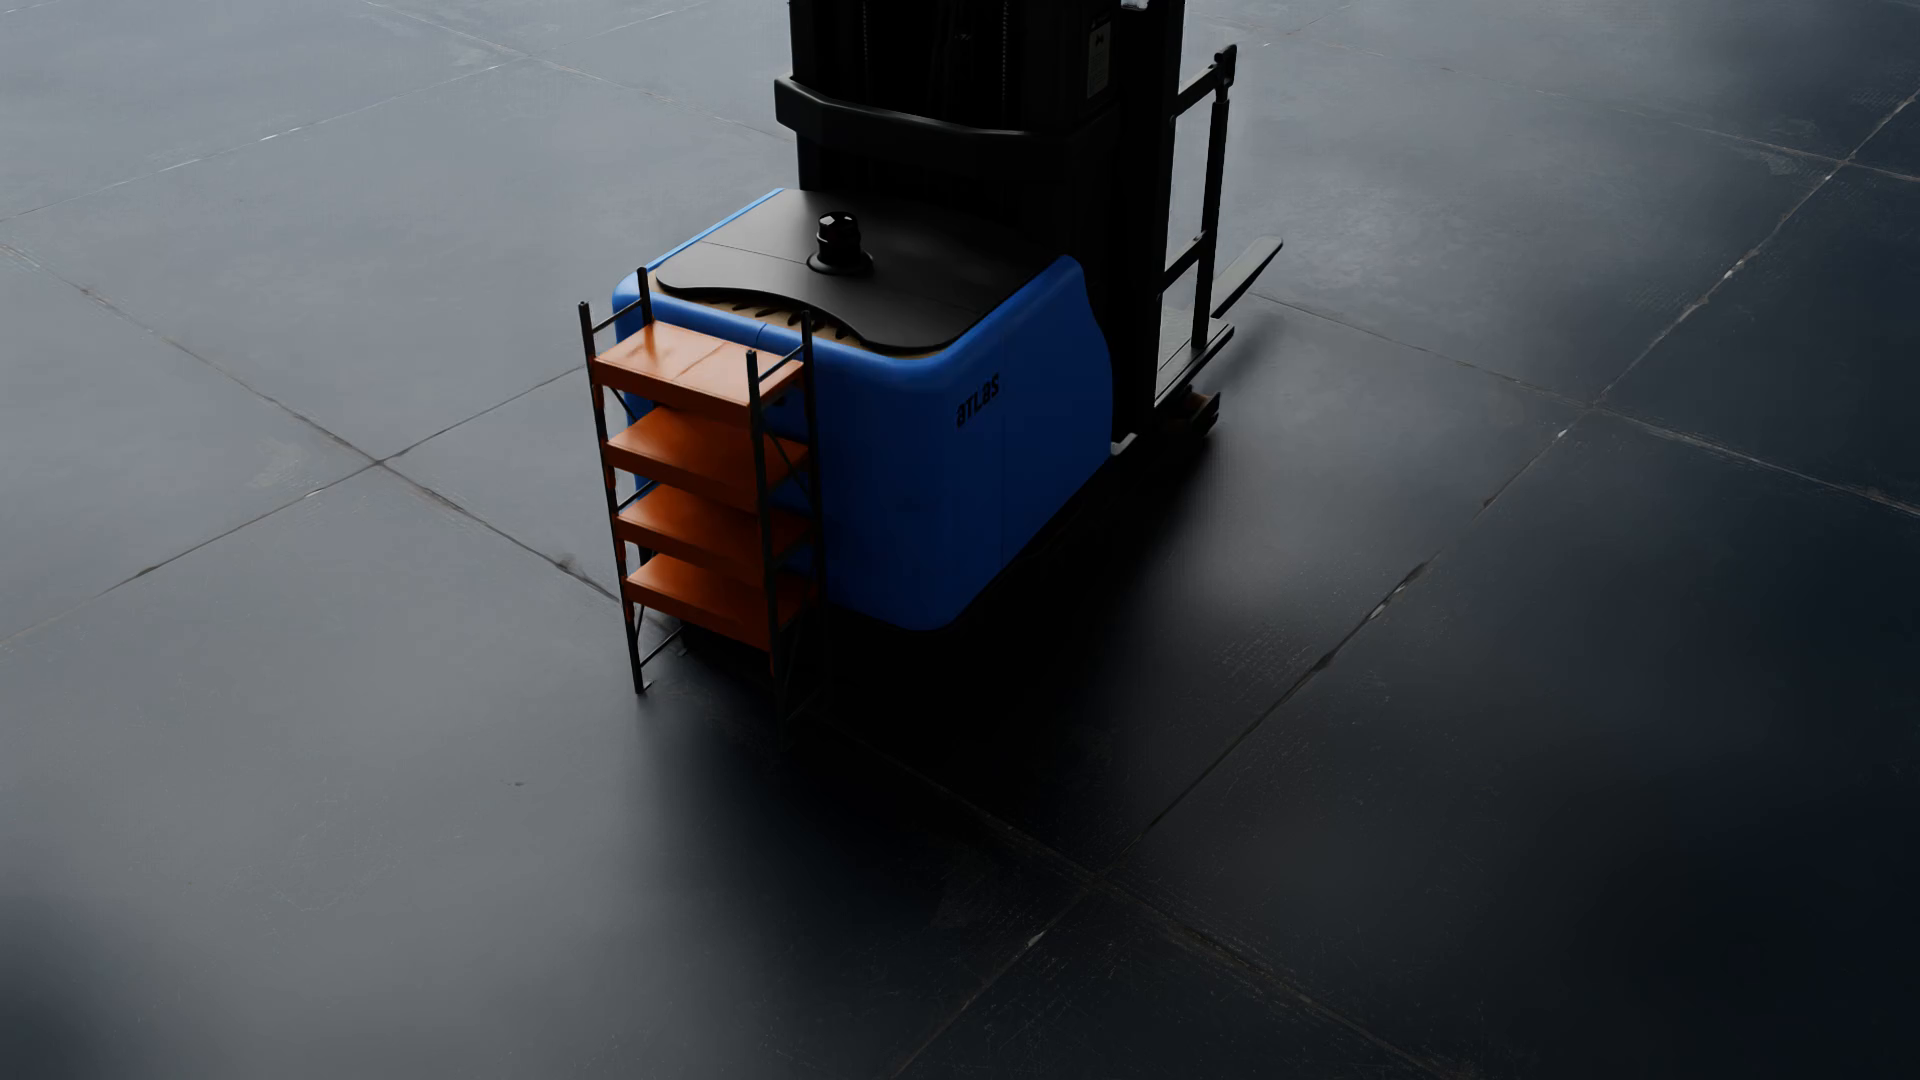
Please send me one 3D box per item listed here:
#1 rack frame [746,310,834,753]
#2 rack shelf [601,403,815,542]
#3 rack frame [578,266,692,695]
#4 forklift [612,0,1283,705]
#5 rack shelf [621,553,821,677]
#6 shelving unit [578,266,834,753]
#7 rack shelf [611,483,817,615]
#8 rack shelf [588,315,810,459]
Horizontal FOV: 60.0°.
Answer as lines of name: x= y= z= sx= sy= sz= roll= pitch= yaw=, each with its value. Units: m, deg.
rack frame: x=-0.416 y=0.013 z=4.170 sx=0.015 sy=1.200 sz=0.240 roll=18 pitch=39 yaw=24
rack shelf: x=-0.628 y=-0.184 z=4.180 sx=0.480 sy=0.148 sz=0.258 roll=18 pitch=39 yaw=24
rack frame: x=-0.839 y=-0.124 z=4.369 sx=0.015 sy=1.200 sz=0.240 roll=18 pitch=39 yaw=24
forklift: x=0.240 y=-1.573 z=4.951 sx=1.130 sy=2.935 sz=3.031 roll=18 pitch=38 yaw=24
rack shelf: x=-0.627 y=0.163 z=4.421 sx=0.480 sy=0.148 sz=0.258 roll=18 pitch=39 yaw=24
shelving unit: x=-0.627 y=-0.055 z=4.269 sx=0.503 sy=1.200 sz=0.258 roll=18 pitch=39 yaw=24
rack shelf: x=-0.627 y=0.000 z=4.308 sx=0.480 sy=0.148 sz=0.258 roll=18 pitch=39 yaw=24
rack shelf: x=-0.629 y=-0.378 z=4.045 sx=0.480 sy=0.148 sz=0.258 roll=18 pitch=39 yaw=24
